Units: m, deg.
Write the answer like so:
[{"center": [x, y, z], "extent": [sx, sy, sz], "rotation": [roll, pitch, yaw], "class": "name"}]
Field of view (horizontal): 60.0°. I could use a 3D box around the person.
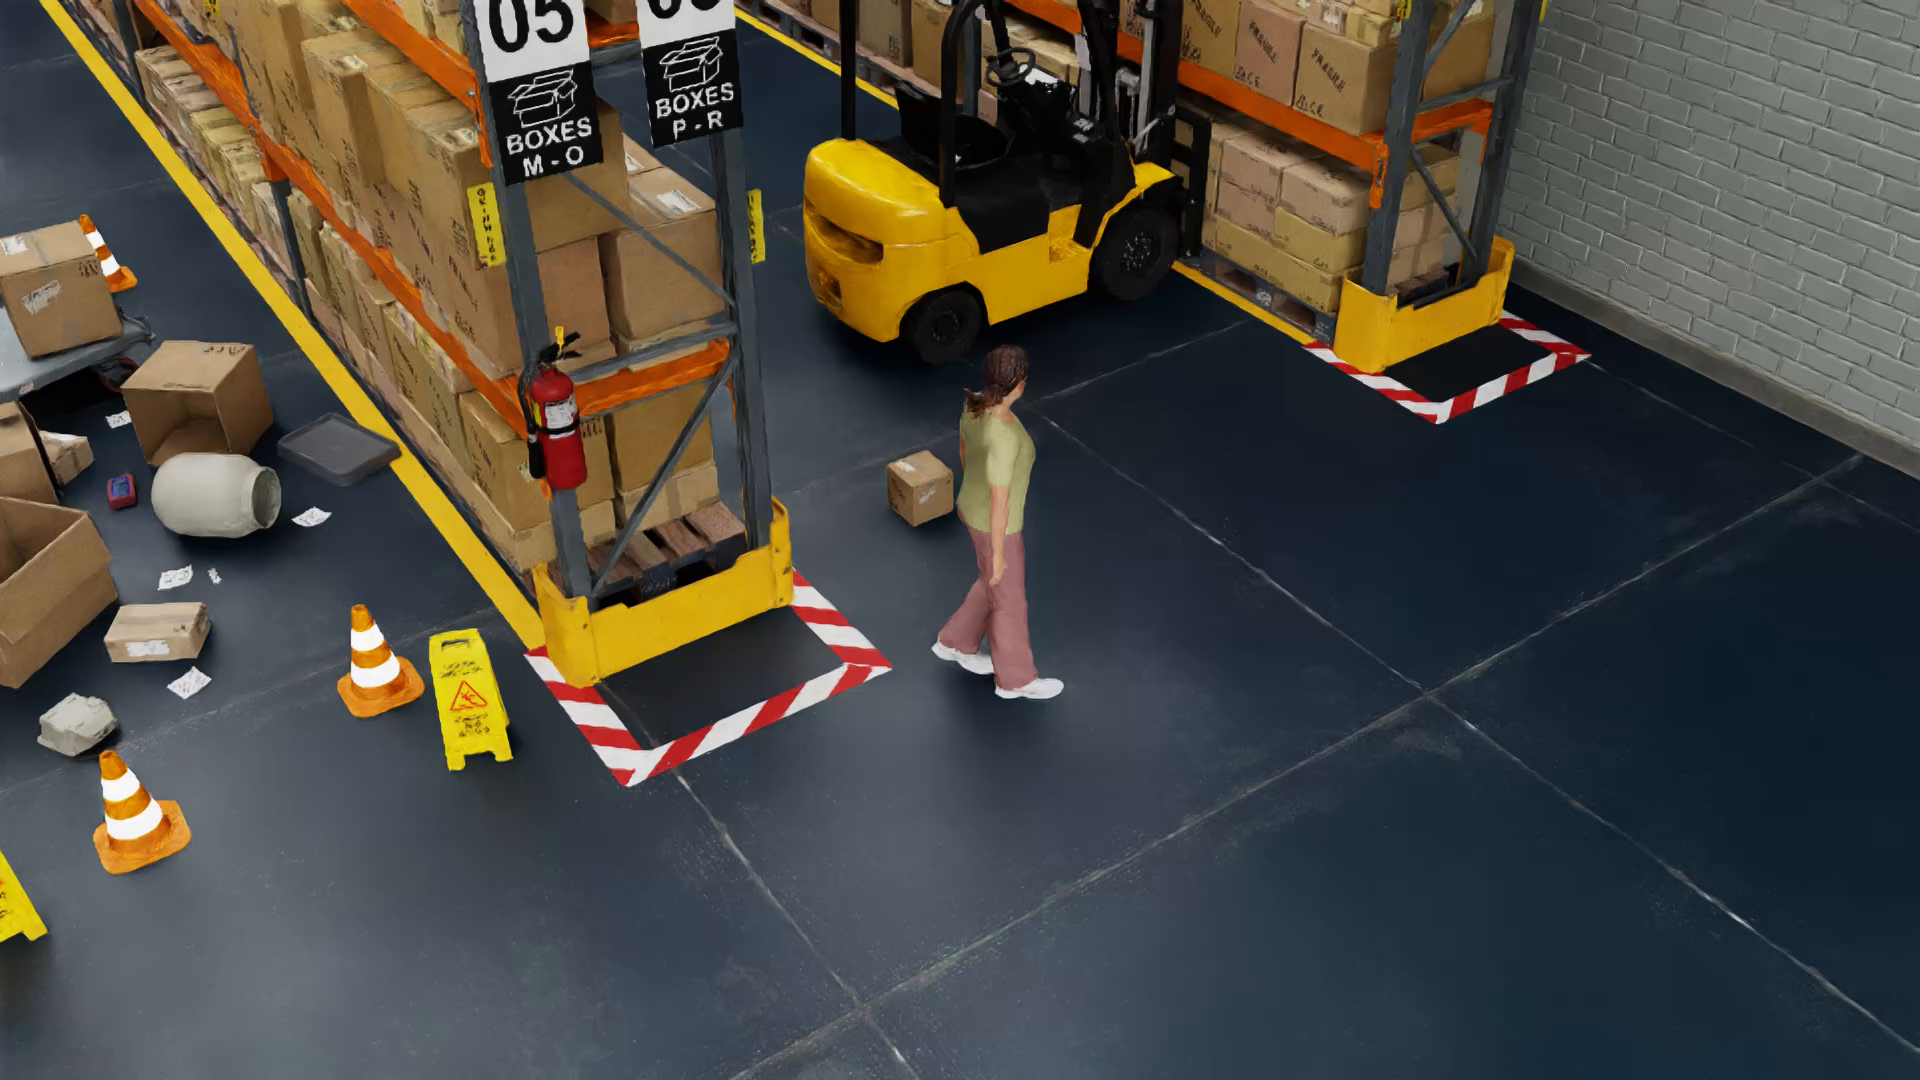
[{"center": [0.149, -0.071, 7.100], "extent": [0.525, 1.667, 0.535], "rotation": [-10, 38, -14], "class": "person"}]
